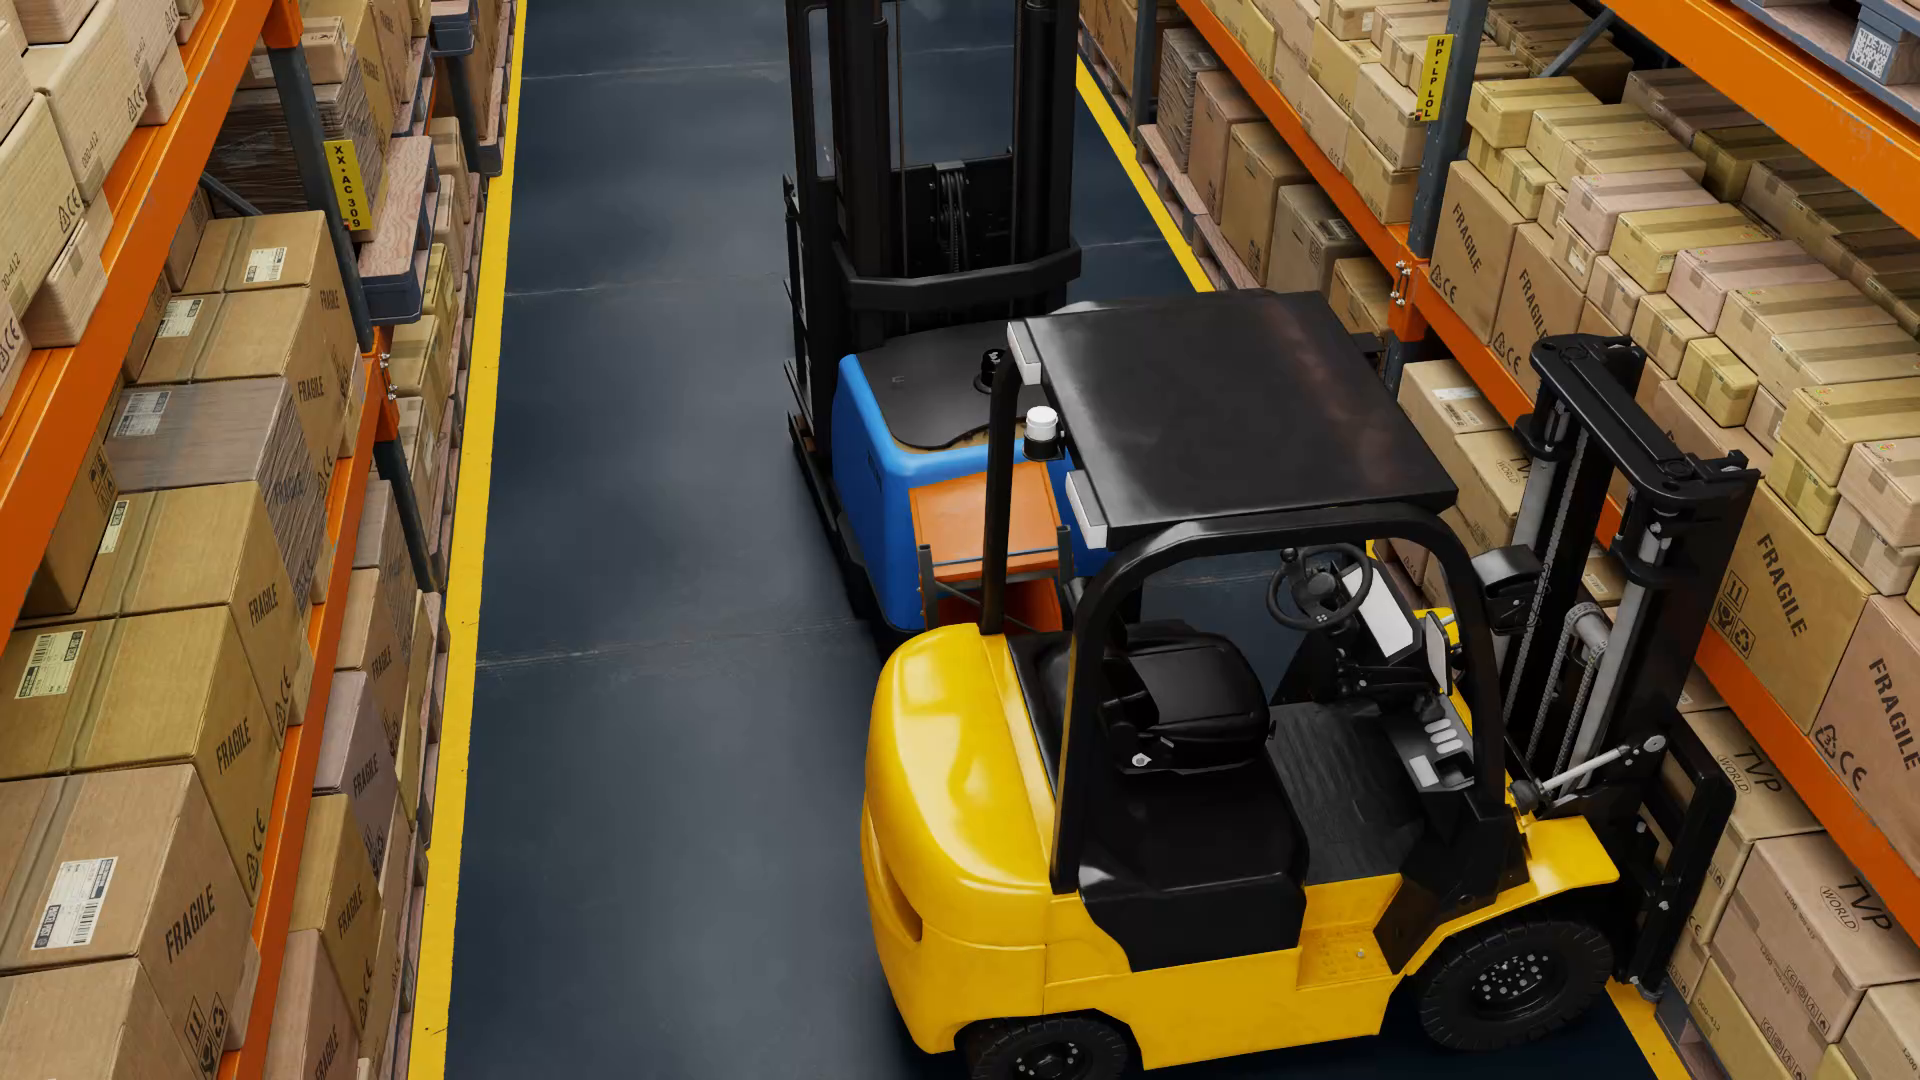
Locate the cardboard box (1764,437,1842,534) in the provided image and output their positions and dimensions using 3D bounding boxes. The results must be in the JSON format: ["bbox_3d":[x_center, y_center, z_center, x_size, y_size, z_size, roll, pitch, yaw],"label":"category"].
[{"bbox_3d":[2.390,-0.164,4.406,0.380,0.149,0.250,-6,38,-8],"label":"cardboard box"}]

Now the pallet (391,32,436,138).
[{"bbox_3d":[-2.926,-1.946,7.466,1.003,0.211,1.213,-6,38,-8],"label":"pallet"}]

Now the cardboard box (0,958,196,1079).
[{"bbox_3d":[-1.721,1.146,3.006,0.500,0.500,0.500,-7,38,-9],"label":"cardboard box"}]

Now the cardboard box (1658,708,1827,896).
[{"bbox_3d":[2.394,0.752,4.921,0.500,0.250,0.500,-6,38,-7],"label":"cardboard box"}]

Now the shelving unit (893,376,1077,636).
[{"bbox_3d":[0.101,0.120,6.144,0.538,1.125,1.048,-8,38,-2],"label":"shelving unit"}]

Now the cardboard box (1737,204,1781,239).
[{"bbox_3d":[2.783,-1.002,5.484,0.380,0.149,0.250,-6,38,-8],"label":"cardboard box"}]

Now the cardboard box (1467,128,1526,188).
[{"bbox_3d":[2.071,-1.408,6.007,0.380,0.149,0.250,-7,38,-9],"label":"cardboard box"}]

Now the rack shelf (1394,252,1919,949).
[{"bbox_3d":[2.625,0.159,5.187,1.077,0.370,4.000,-6,38,-8],"label":"rack shelf"}]

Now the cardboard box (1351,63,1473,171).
[{"bbox_3d":[1.936,-1.740,6.760,0.500,0.250,0.500,-7,38,-9],"label":"cardboard box"}]

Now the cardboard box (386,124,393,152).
[{"bbox_3d":[-2.562,-1.706,6.863,0.380,0.149,0.250,-6,38,-7],"label":"cardboard box"}]

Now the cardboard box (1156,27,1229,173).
[{"bbox_3d":[1.669,-2.599,9.744,0.875,0.625,0.625,-5,38,-7],"label":"cardboard box"}]

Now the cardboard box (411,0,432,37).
[{"bbox_3d":[-2.719,-2.488,7.870,0.380,0.149,0.250,-6,38,-7],"label":"cardboard box"}]

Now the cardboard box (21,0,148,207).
[{"bbox_3d":[-2.001,-0.882,3.375,0.500,0.250,0.500,-5,38,-7],"label":"cardboard box"}]

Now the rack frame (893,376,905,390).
[{"bbox_3d":[0.045,-0.191,6.542,0.500,1.125,0.032,-8,38,-2],"label":"rack frame"}]

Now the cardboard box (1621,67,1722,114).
[{"bbox_3d":[2.628,-1.586,5.994,0.380,0.149,0.250,-6,38,-8],"label":"cardboard box"}]

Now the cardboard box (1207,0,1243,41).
[{"bbox_3d":[1.590,-2.781,8.507,0.500,0.250,0.500,-7,38,-9],"label":"cardboard box"}]

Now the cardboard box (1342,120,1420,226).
[{"bbox_3d":[1.928,-1.550,6.922,0.500,0.250,0.500,-5,38,-7],"label":"cardboard box"}]

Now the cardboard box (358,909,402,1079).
[{"bbox_3d":[-1.970,1.385,4.921,0.500,0.250,0.500,-4,38,-5],"label":"cardboard box"}]

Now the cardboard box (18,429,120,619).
[{"bbox_3d":[-2.438,-0.137,3.843,0.700,0.500,0.500,-6,38,-8],"label":"cardboard box"}]

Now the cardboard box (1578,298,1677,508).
[{"bbox_3d":[2.292,-0.458,5.313,0.500,0.500,0.500,-7,38,-8],"label":"cardboard box"}]

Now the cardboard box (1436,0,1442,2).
[{"bbox_3d":[2.301,-2.488,7.397,0.380,0.149,0.250,-6,38,-8],"label":"cardboard box"}]

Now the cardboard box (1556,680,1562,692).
[{"bbox_3d":[2.310,0.629,5.487,0.500,0.250,0.500,-6,38,-8],"label":"cardboard box"}]

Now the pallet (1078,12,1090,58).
[{"bbox_3d":[1.269,-3.838,12.018,1.003,0.211,1.213,-6,38,-8],"label":"pallet"}]

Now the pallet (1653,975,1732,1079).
[{"bbox_3d":[2.800,1.727,4.855,1.003,0.211,1.213,-6,38,-8],"label":"pallet"}]

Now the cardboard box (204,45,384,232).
[{"bbox_3d":[-2.412,-1.434,5.984,0.500,0.500,0.500,-5,38,-7],"label":"cardboard box"}]

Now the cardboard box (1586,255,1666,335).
[{"bbox_3d":[2.206,-0.782,5.201,0.380,0.149,0.250,-7,38,-8],"label":"cardboard box"}]

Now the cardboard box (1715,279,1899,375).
[{"bbox_3d":[2.403,-0.603,4.729,0.380,0.149,0.250,-6,38,-8],"label":"cardboard box"}]

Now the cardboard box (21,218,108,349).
[{"bbox_3d":[-1.880,-0.481,3.185,0.380,0.149,0.250,-6,38,-7],"label":"cardboard box"}]

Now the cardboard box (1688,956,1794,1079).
[{"bbox_3d":[2.504,1.452,4.835,0.500,0.250,0.500,-6,38,-8],"label":"cardboard box"}]

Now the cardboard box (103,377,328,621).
[{"bbox_3d":[-2.097,-0.089,4.596,0.500,0.500,0.500,-5,38,-7],"label":"cardboard box"}]

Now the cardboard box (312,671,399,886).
[{"bbox_3d":[-2.063,0.771,5.101,0.500,0.500,0.500,-4,38,-6],"label":"cardboard box"}]

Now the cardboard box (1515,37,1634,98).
[{"bbox_3d":[2.424,-1.864,6.594,0.380,0.149,0.250,-7,38,-9],"label":"cardboard box"}]

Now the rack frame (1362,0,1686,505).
[{"bbox_3d":[2.274,-1.333,6.521,1.000,3.000,0.127,-6,38,-8],"label":"rack frame"}]

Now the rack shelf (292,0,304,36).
[{"bbox_3d":[-2.963,-2.905,6.686,1.077,0.370,4.000,-6,38,-8],"label":"rack shelf"}]

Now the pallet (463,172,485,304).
[{"bbox_3d":[-3.178,-1.640,9.188,1.003,0.211,1.213,-6,38,-8],"label":"pallet"}]

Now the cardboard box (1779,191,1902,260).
[{"bbox_3d":[2.822,-0.968,5.198,0.380,0.149,0.250,-7,38,-9],"label":"cardboard box"}]

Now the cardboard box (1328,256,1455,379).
[{"bbox_3d":[2.172,-0.875,7.525,0.875,0.625,0.625,-5,38,-6],"label":"cardboard box"}]

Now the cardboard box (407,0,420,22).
[{"bbox_3d":[-2.769,-2.675,7.582,0.500,0.500,0.500,-9,39,-11],"label":"cardboard box"}]

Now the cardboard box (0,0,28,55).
[{"bbox_3d":[-2.008,-0.940,3.125,0.380,0.149,0.250,-5,38,-7],"label":"cardboard box"}]

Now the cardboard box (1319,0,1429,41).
[{"bbox_3d":[1.765,-2.263,7.108,0.380,0.149,0.250,-7,38,-9],"label":"cardboard box"}]

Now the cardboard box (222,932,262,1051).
[{"bbox_3d":[-1.791,1.013,3.706,0.380,0.149,0.250,-6,38,-7],"label":"cardboard box"}]

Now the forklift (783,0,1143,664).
[{"bbox_3d":[-0.172,-1.528,6.828,1.130,2.935,3.031,-10,39,-13],"label":"forklift"}]

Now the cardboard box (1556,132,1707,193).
[{"bbox_3d":[2.226,-1.220,5.523,0.380,0.149,0.250,-7,38,-9],"label":"cardboard box"}]

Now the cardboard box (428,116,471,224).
[{"bbox_3d":[-3.224,-1.999,9.177,0.950,0.372,0.625,-9,39,-11],"label":"cardboard box"}]

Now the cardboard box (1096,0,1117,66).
[{"bbox_3d":[1.210,-3.463,10.958,0.500,0.500,0.500,-7,38,-9],"label":"cardboard box"}]

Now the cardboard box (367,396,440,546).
[{"bbox_3d":[-2.706,-0.242,6.915,0.950,0.372,0.625,-6,38,-7],"label":"cardboard box"}]

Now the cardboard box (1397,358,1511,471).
[{"bbox_3d":[2.050,-0.482,6.509,0.500,0.250,0.500,-7,38,-9],"label":"cardboard box"}]

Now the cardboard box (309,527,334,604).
[{"bbox_3d":[-2.074,0.077,4.911,0.380,0.149,0.250,-7,38,-9],"label":"cardboard box"}]
